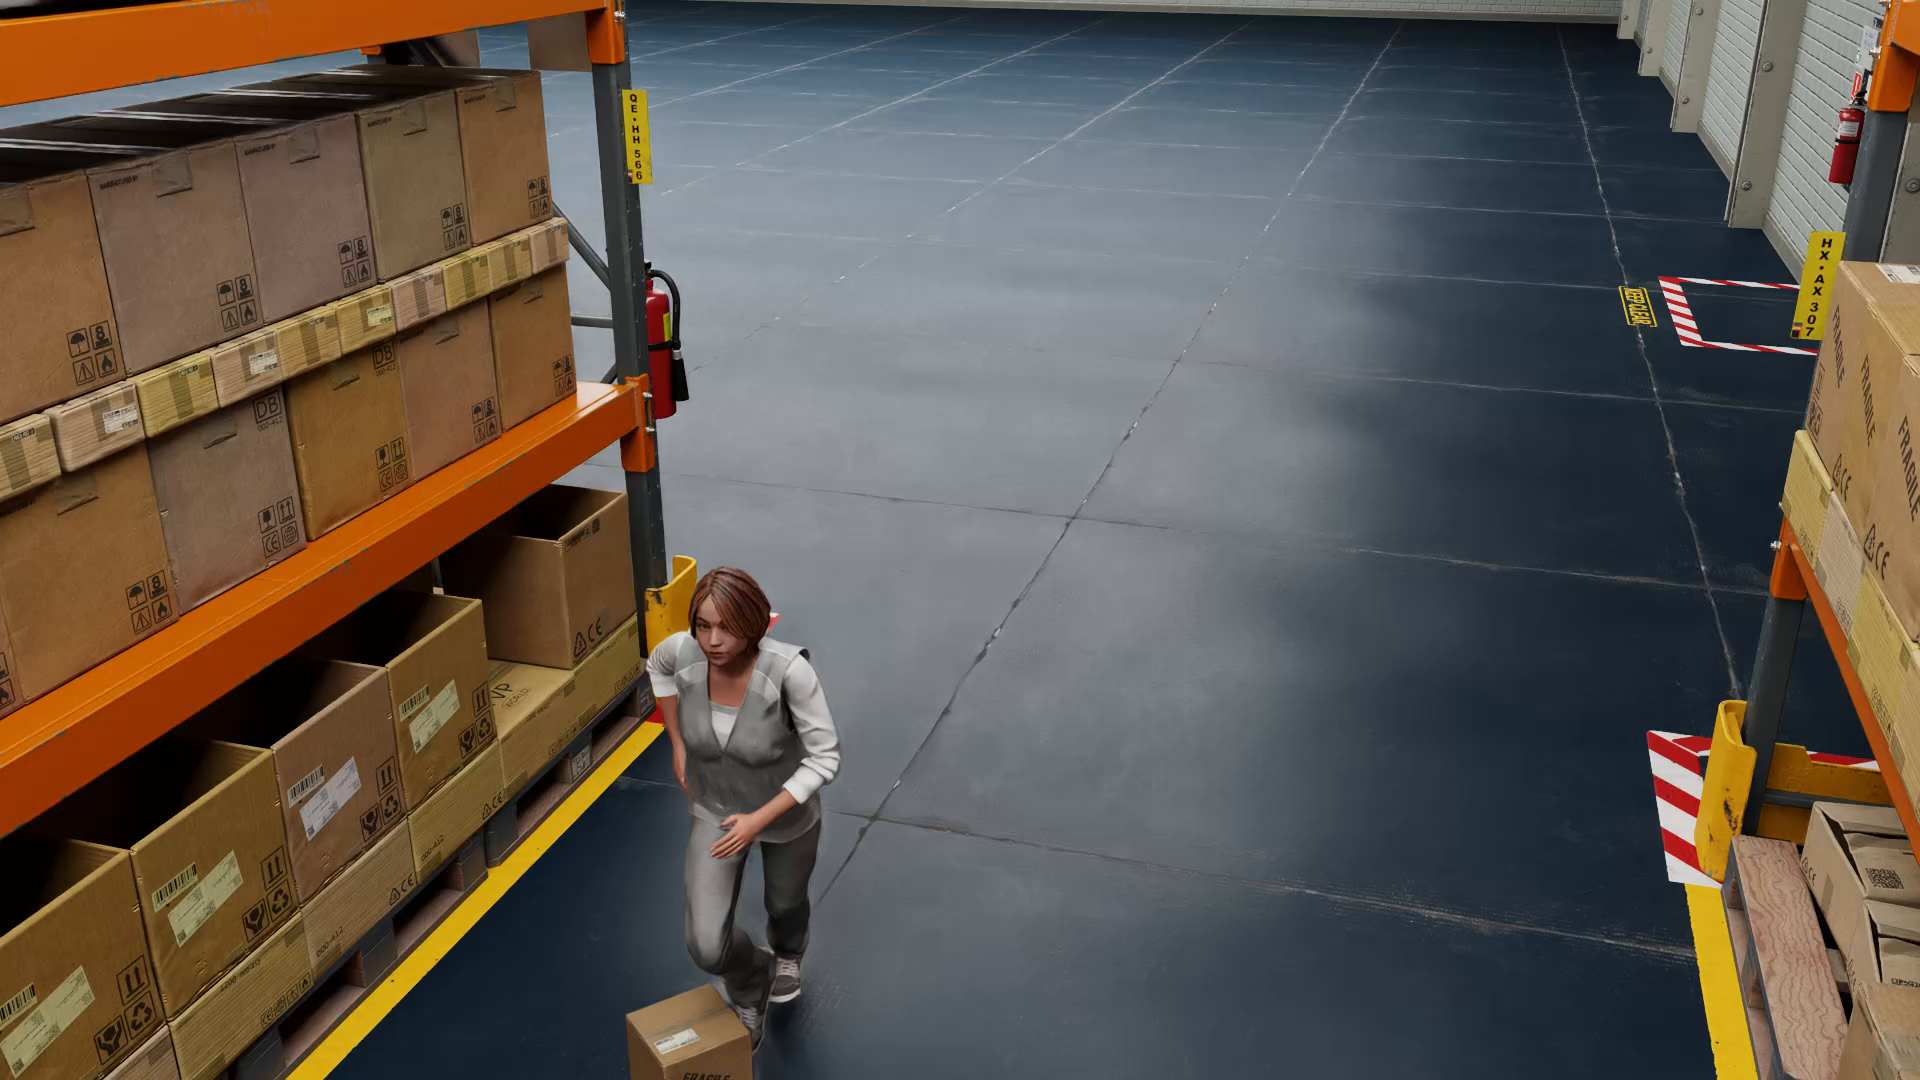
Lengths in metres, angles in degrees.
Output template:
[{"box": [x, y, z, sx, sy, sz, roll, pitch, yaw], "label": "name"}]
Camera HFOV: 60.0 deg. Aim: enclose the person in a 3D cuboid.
[{"box": [-0.558, 0.704, 4.409, 0.546, 1.519, 0.775, 2, 22, 5], "label": "person"}]
